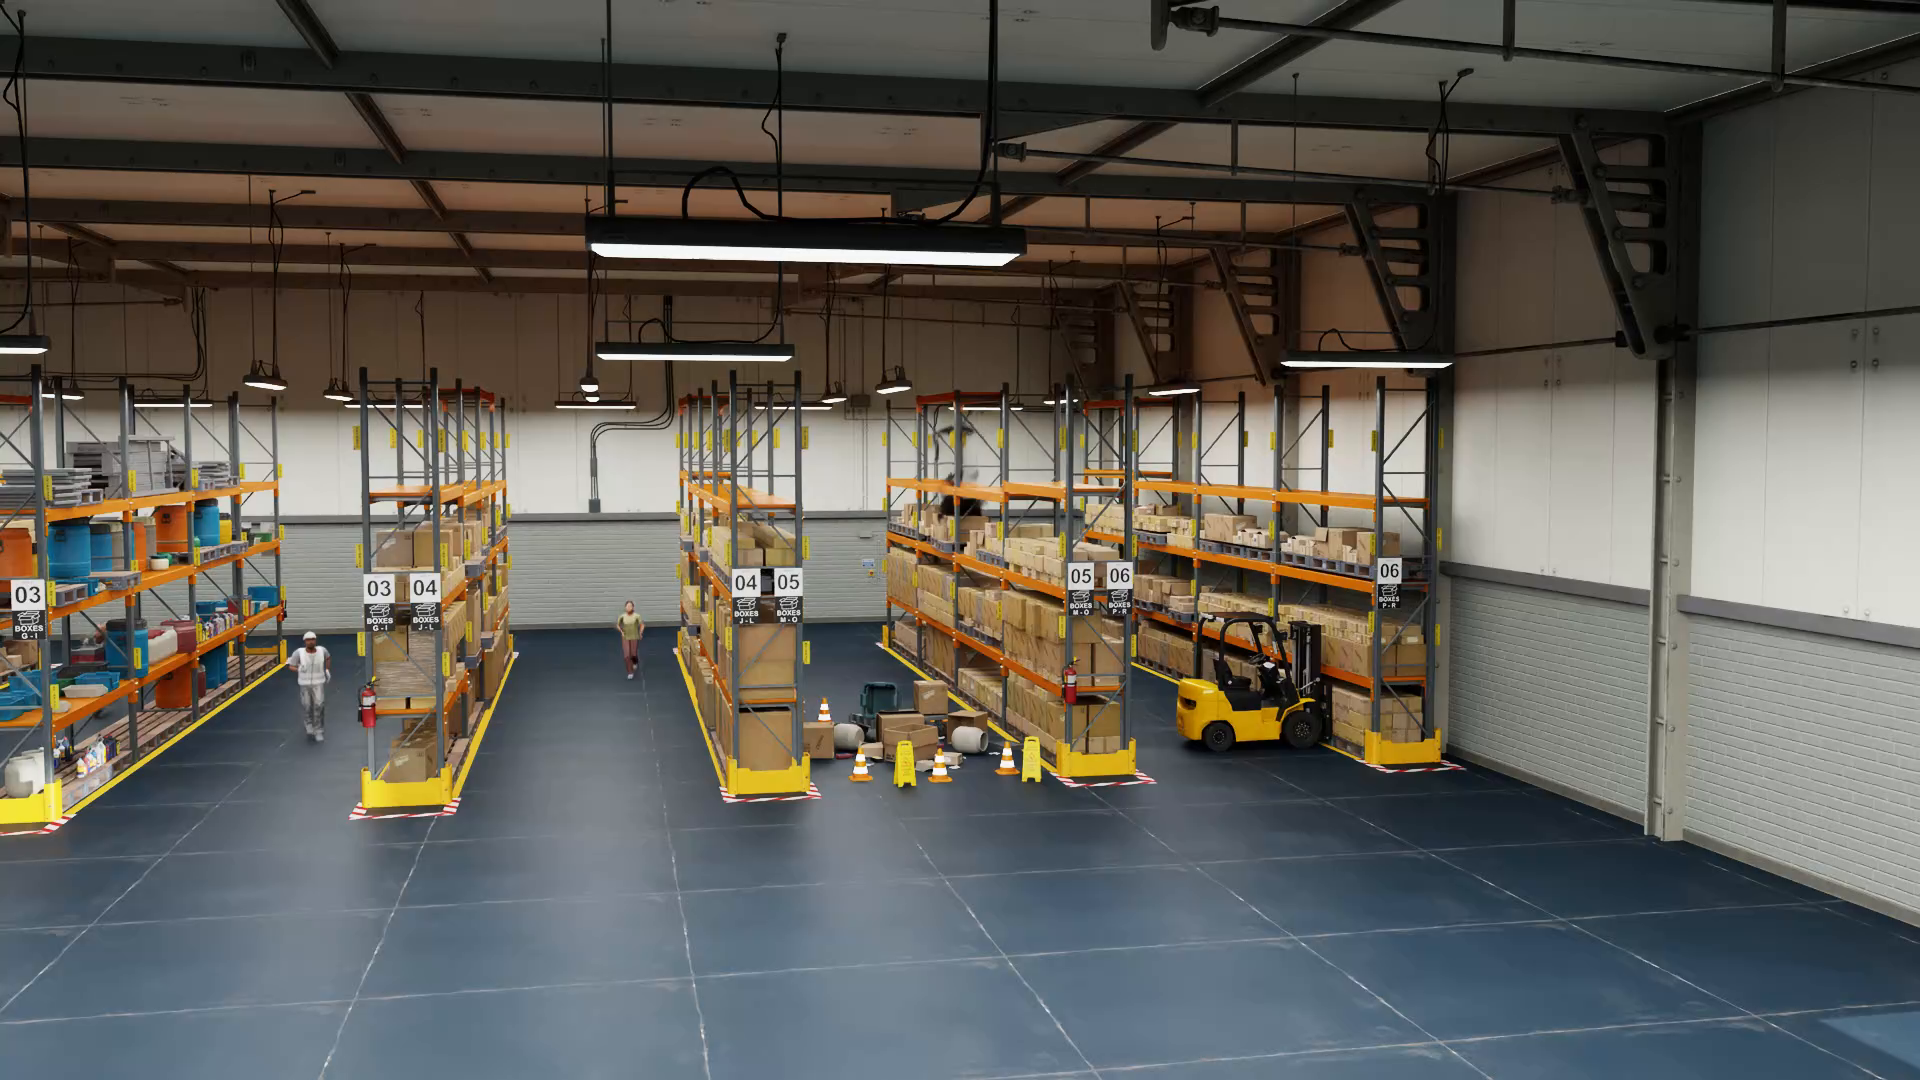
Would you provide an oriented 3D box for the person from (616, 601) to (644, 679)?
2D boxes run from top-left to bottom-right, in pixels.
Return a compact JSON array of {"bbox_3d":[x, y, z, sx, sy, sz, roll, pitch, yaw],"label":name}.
[{"bbox_3d":[-6.985,2.102,35.218,0.581,1.630,0.566,0,3,-7],"label":"person"}]

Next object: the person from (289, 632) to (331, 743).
[{"bbox_3d":[-10.886,2.444,27.870,0.662,1.835,0.816,-1,4,-22],"label":"person"}]

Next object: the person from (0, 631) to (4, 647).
[{"bbox_3d":[-21.690,1.962,37.315,0.891,1.588,0.534,-1,3,-12],"label":"person"}]

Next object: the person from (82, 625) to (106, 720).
[{"bbox_3d":[-15.648,2.385,30.266,0.669,1.705,0.843,-1,4,-14],"label":"person"}]
